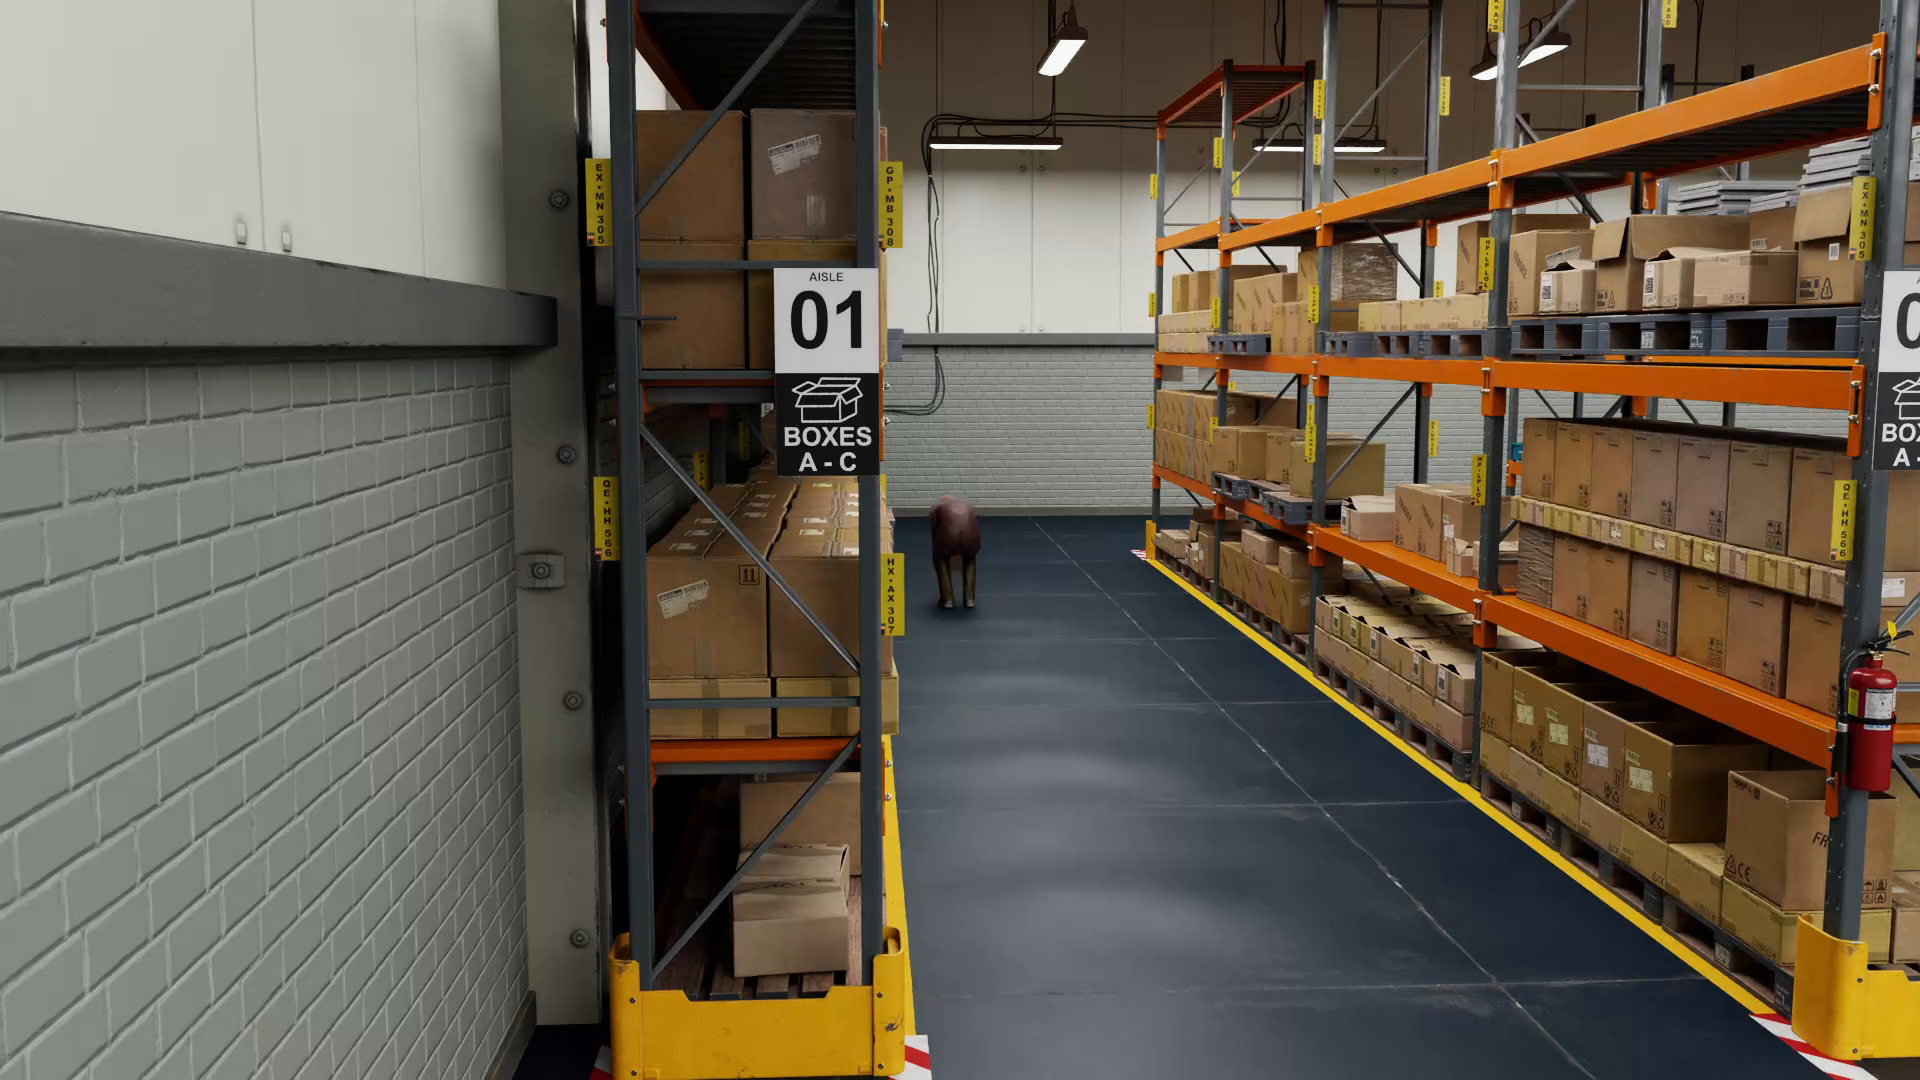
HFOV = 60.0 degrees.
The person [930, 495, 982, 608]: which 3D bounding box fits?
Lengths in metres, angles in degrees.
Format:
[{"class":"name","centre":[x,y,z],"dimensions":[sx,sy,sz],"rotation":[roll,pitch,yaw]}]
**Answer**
[{"class":"person","centre":[-0.072,0.121,18.739],"dimensions":[0.563,1.204,0.939],"rotation":[-1,7,-11]}]
